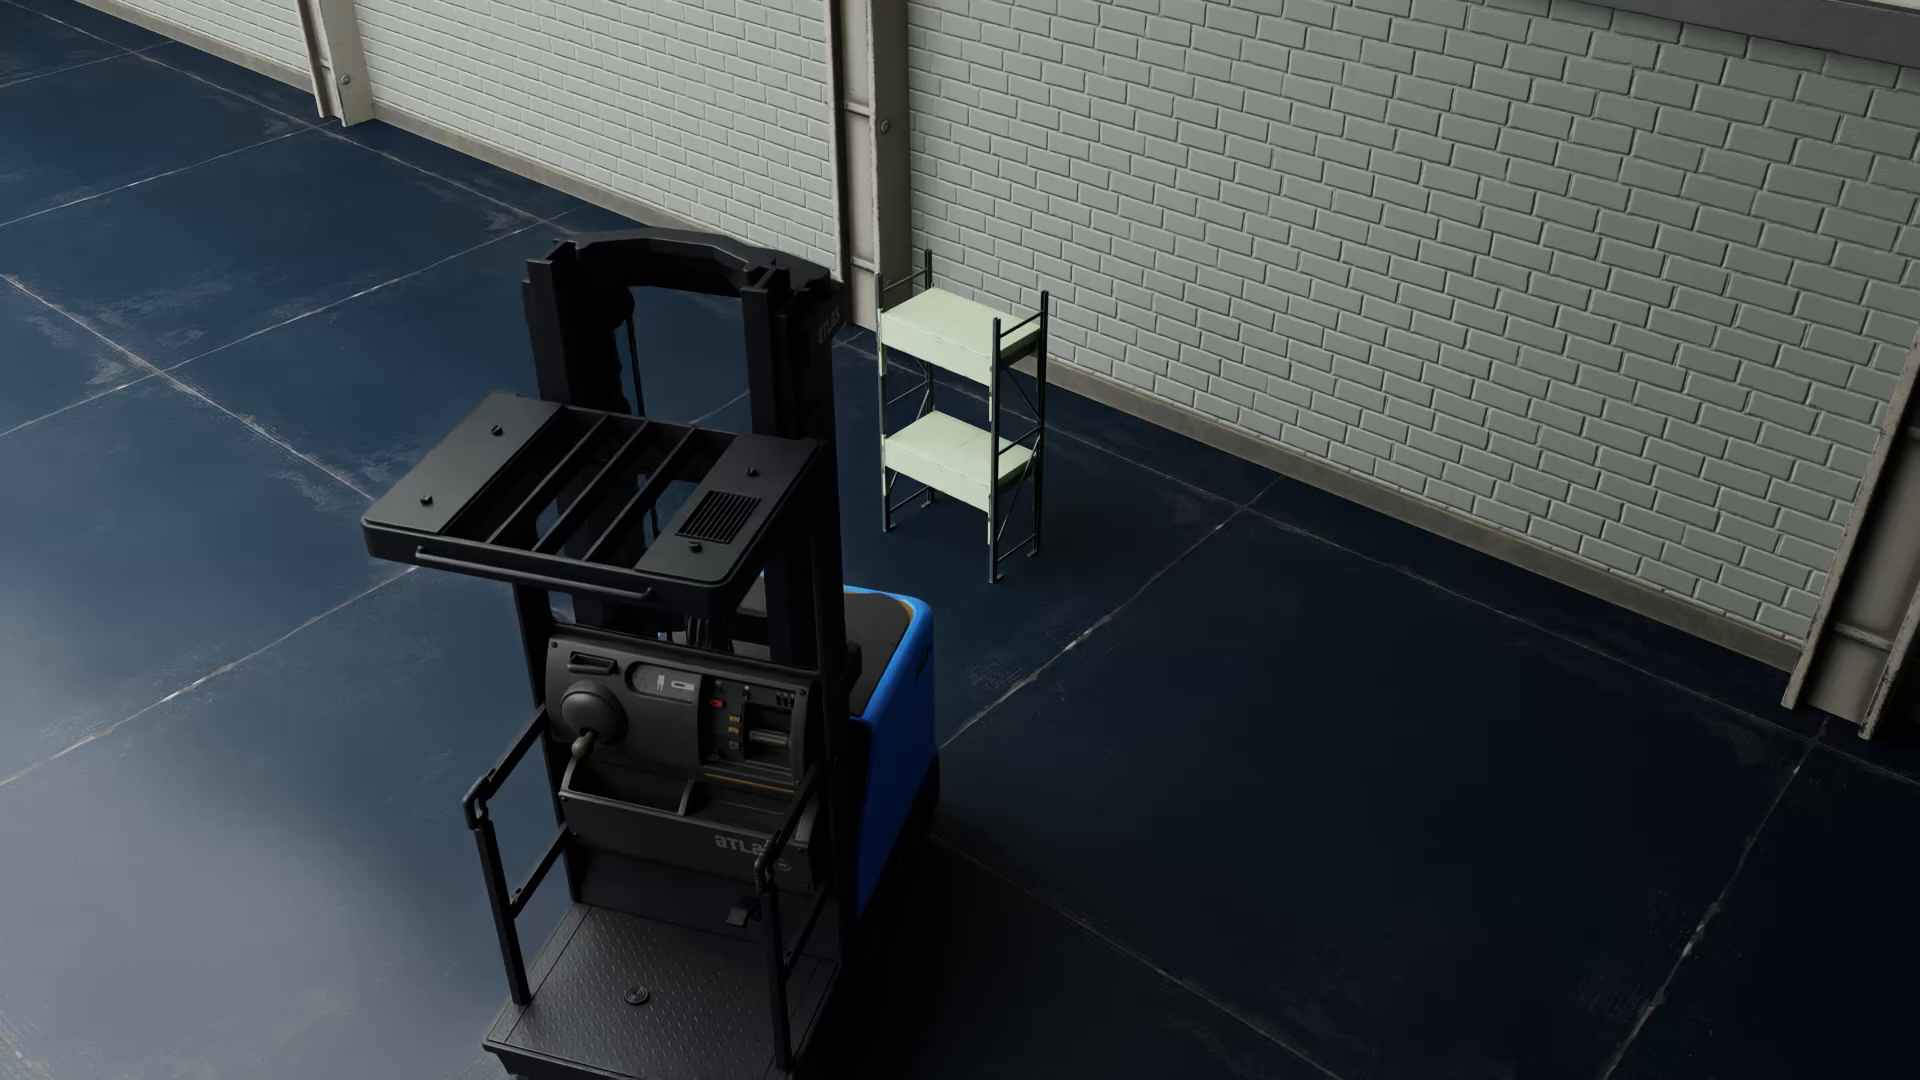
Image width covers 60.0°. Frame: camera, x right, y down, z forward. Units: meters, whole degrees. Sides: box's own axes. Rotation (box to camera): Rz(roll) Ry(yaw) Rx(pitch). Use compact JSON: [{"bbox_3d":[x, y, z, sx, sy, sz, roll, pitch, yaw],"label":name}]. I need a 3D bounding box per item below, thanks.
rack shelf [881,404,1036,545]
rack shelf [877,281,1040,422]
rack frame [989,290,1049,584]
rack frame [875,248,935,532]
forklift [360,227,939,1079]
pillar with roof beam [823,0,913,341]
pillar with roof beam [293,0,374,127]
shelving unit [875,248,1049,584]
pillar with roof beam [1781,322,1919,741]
[{"bbox_3d":[0.005,-0.347,8.589,0.720,0.370,0.431,25,42,32],"label":"rack shelf"},{"bbox_3d":[0.005,-0.938,8.183,0.720,0.370,0.431,25,42,32],"label":"rack shelf"},{"bbox_3d":[0.286,-0.483,8.211,0.023,1.500,0.400,25,42,32],"label":"rack frame"},{"bbox_3d":[-0.276,-0.748,8.597,0.023,1.500,0.400,25,42,32],"label":"rack frame"},{"bbox_3d":[-0.994,0.636,5.317,1.130,2.935,3.031,9,36,13],"label":"forklift"},{"bbox_3d":[-3.306,-3.240,5.600,0.400,9.000,9.100,25,42,32],"label":"pillar with roof beam"},{"bbox_3d":[-7.918,-5.413,8.765,0.400,9.000,9.100,25,42,32],"label":"pillar with roof beam"},{"bbox_3d":[0.005,-0.616,8.404,0.755,1.500,0.431,25,42,32],"label":"shelving unit"},{"bbox_3d":[1.305,-1.066,2.436,0.400,9.000,9.100,25,42,32],"label":"pillar with roof beam"}]
